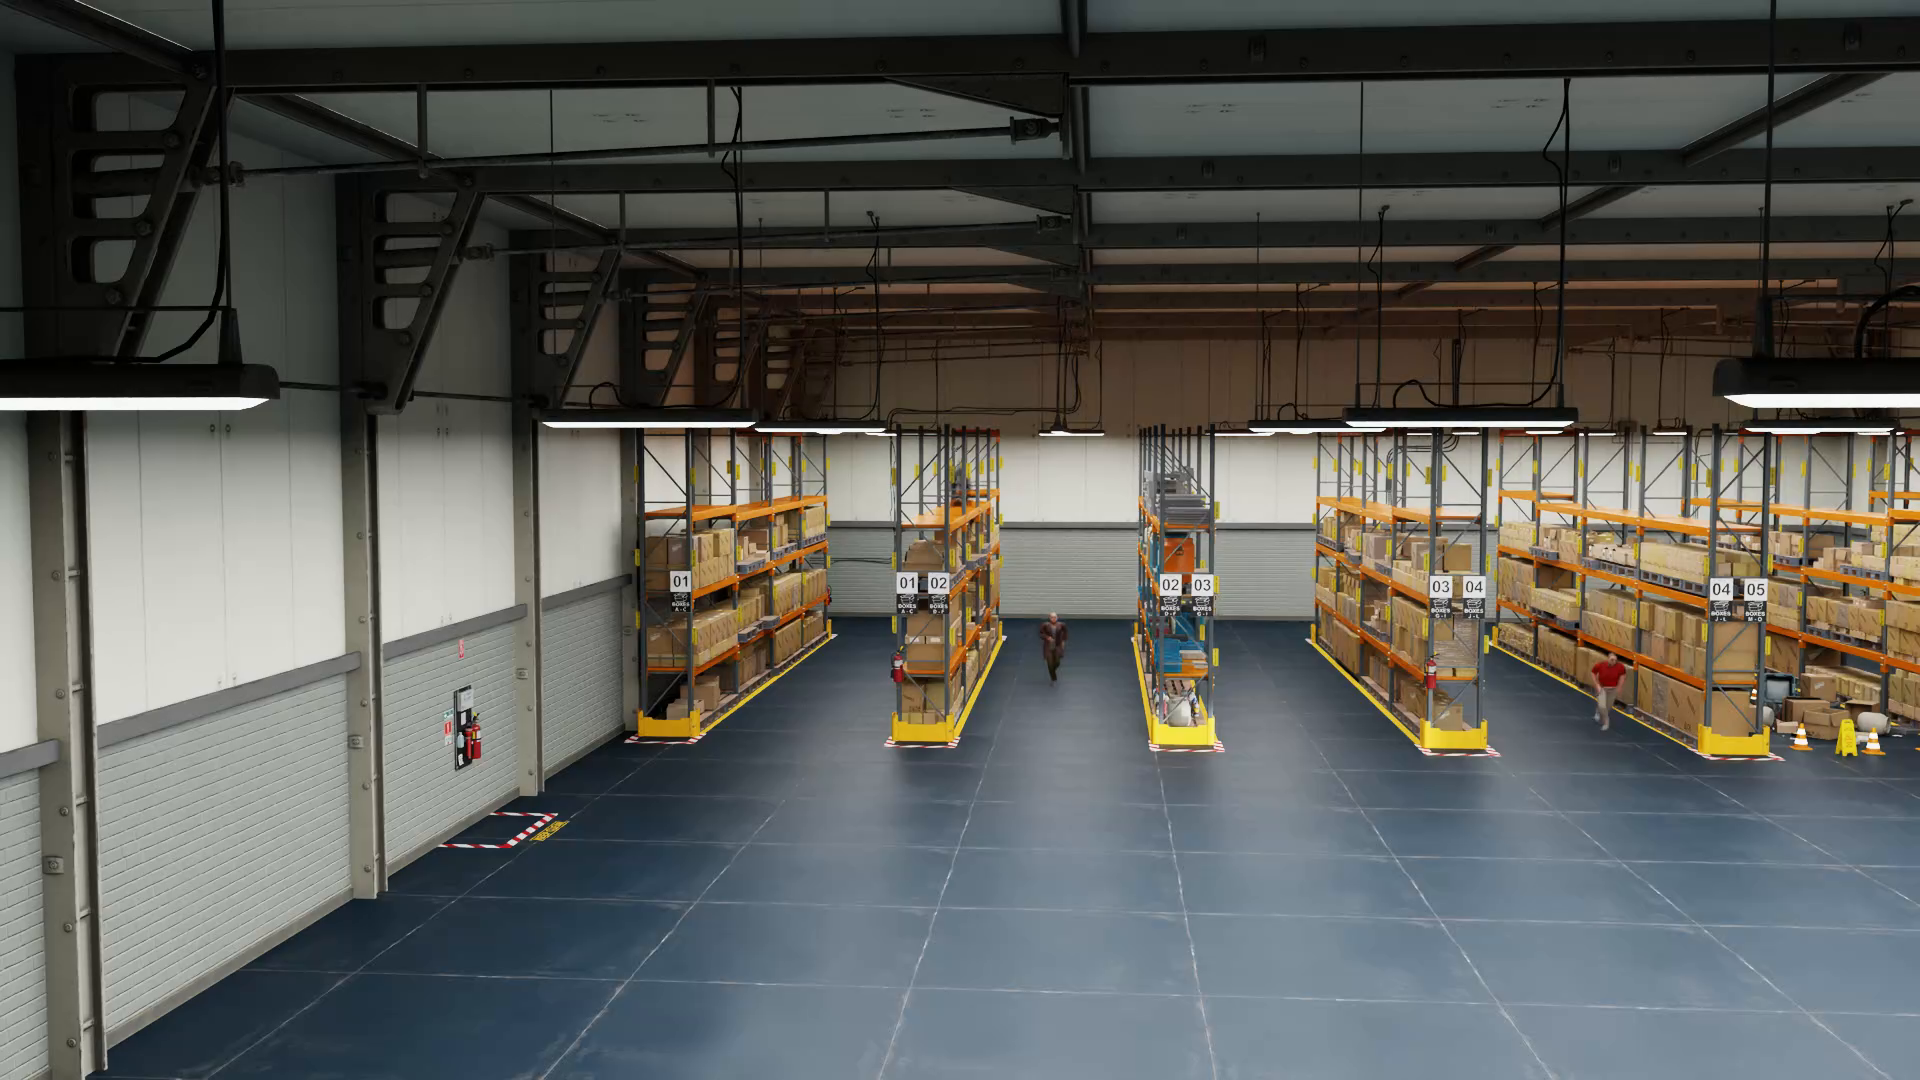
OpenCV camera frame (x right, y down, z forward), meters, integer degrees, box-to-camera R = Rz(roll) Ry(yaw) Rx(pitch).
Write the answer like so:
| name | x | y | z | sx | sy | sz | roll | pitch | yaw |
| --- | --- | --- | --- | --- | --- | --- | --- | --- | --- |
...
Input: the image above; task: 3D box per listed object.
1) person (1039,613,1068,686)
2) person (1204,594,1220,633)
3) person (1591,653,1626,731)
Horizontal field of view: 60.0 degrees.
| name | x | y | z | sx | sy | sz | roll | pitch | yaw |
| --- | --- | --- | --- | --- | --- | --- | --- | --- | --- |
| person | 2.172 | 2.534 | 38.630 | 0.701 | 1.728 | 0.754 | 0 | 3 | 0 |
| person | 7.240 | 1.865 | 48.891 | 0.863 | 1.766 | 0.680 | 2 | 4 | 25 |
| person | 12.782 | 2.964 | 32.864 | 0.670 | 1.571 | 0.999 | 0 | 4 | 8 |
